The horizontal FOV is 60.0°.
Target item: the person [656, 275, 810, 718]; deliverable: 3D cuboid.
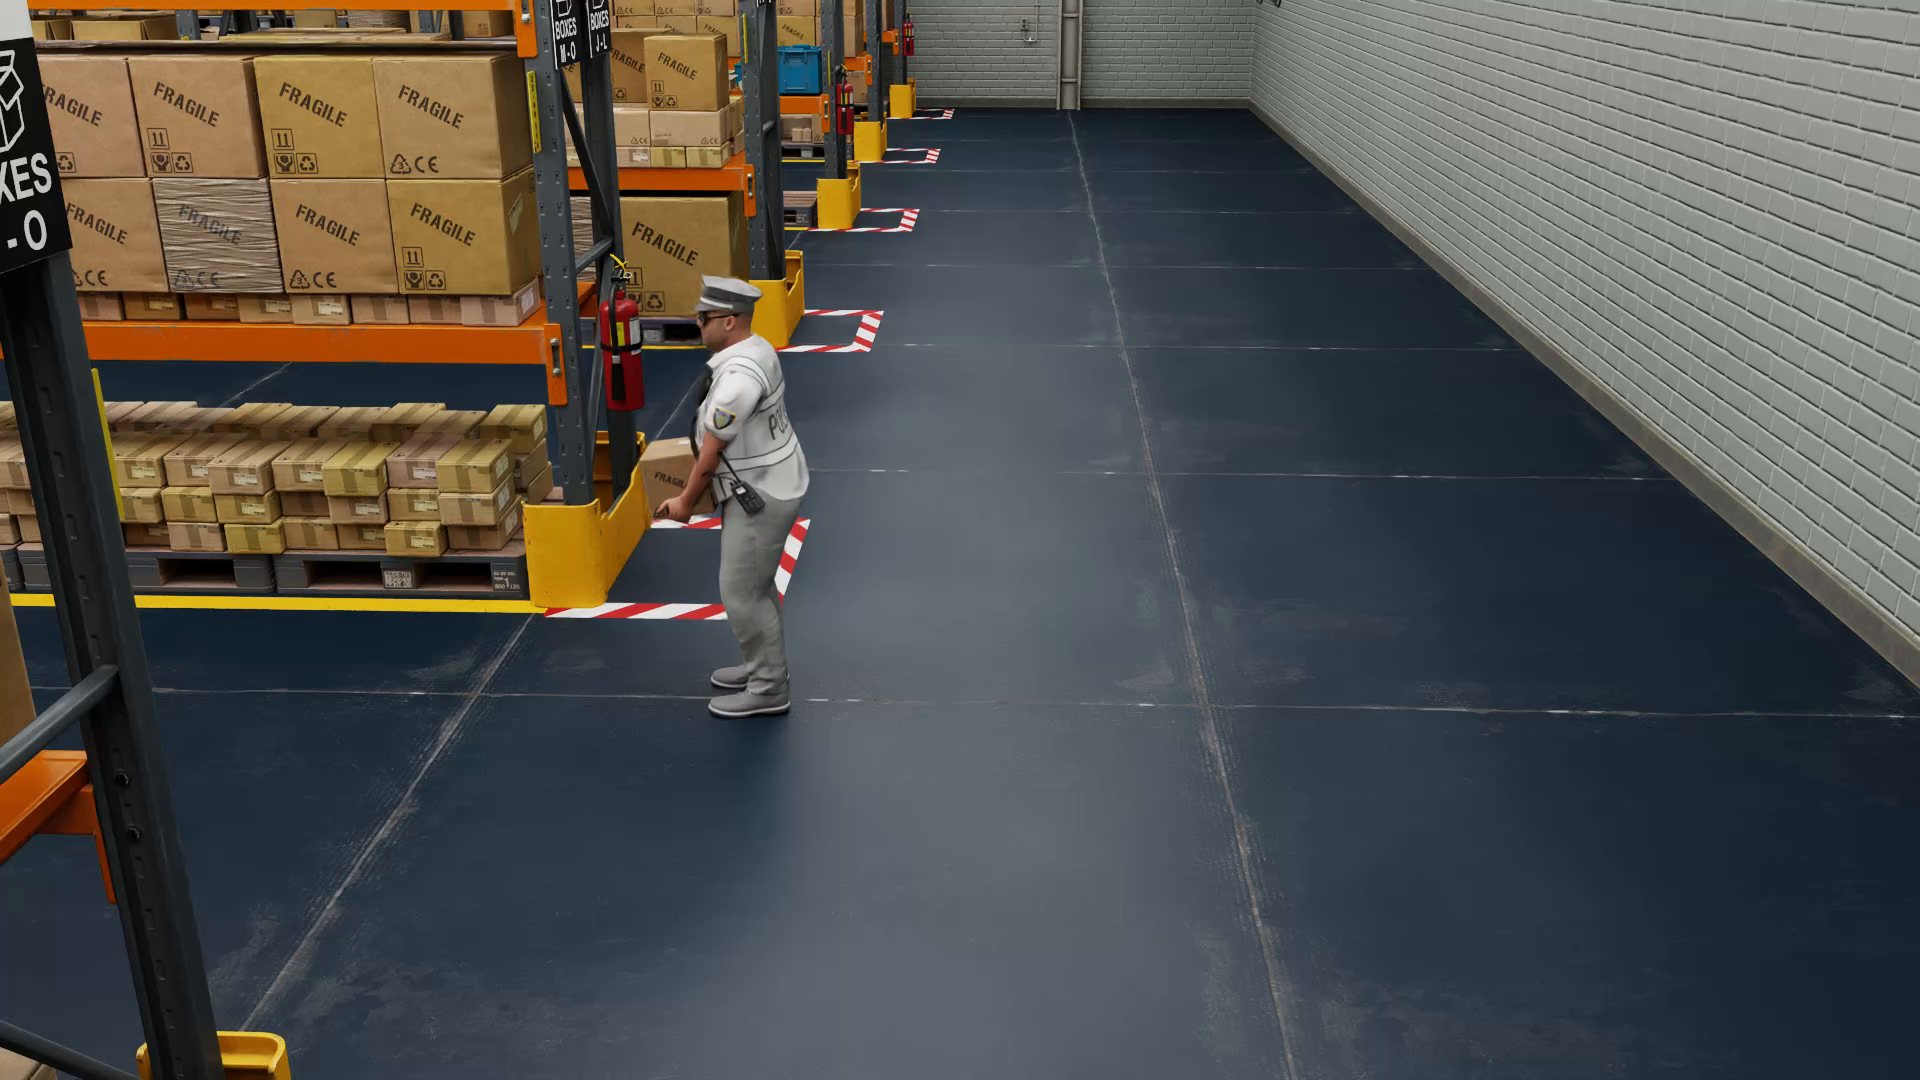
[{"bbox_3d":[-0.884,-0.170,6.524,0.581,1.759,0.489,0,21,1],"label":"person"}]
